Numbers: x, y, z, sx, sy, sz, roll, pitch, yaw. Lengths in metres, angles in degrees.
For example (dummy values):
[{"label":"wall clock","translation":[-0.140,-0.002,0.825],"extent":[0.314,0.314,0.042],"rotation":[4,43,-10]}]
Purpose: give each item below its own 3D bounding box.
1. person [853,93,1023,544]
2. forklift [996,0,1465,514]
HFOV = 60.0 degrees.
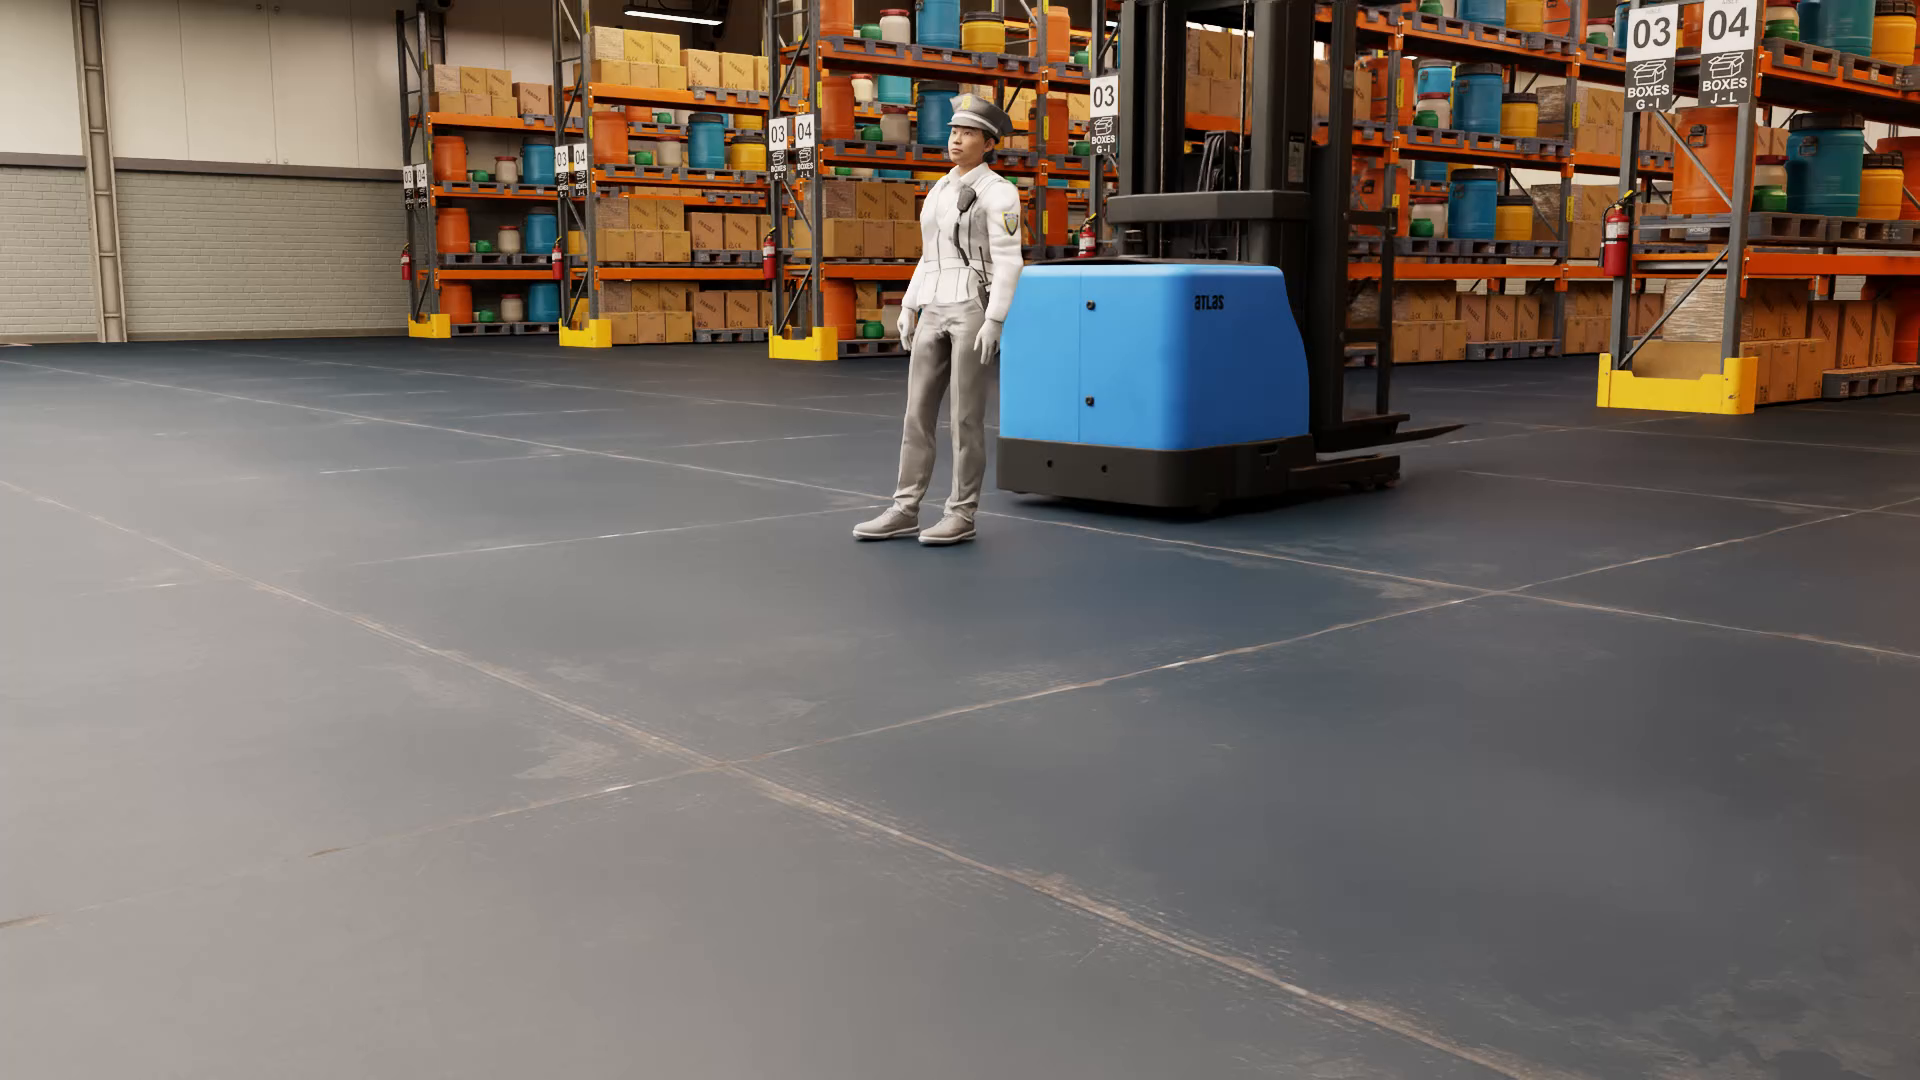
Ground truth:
[{"label":"person","translation":[-0.056,-0.838,6.369],"extent":[0.531,1.695,0.587],"rotation":[-8,12,-40]},{"label":"forklift","translation":[1.531,-1.730,8.136],"extent":[1.130,2.935,3.031],"rotation":[8,12,42]}]
